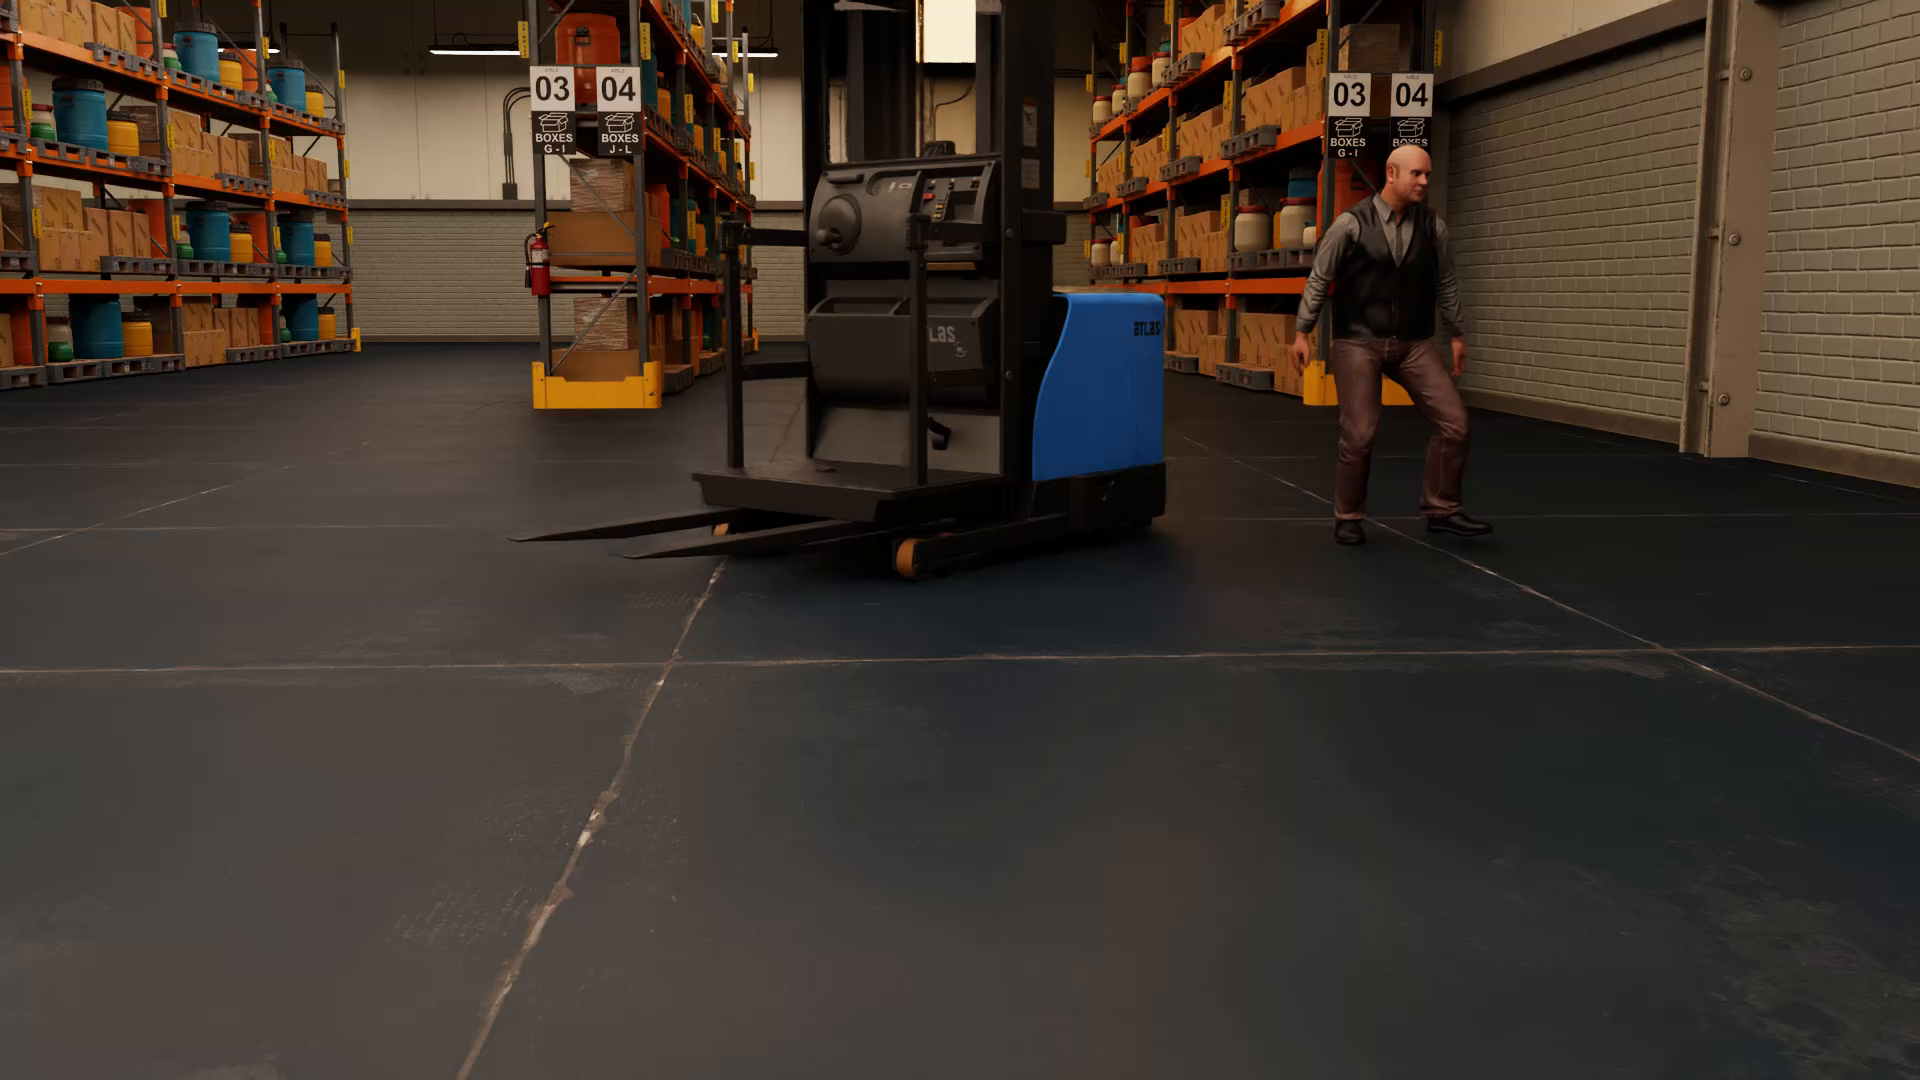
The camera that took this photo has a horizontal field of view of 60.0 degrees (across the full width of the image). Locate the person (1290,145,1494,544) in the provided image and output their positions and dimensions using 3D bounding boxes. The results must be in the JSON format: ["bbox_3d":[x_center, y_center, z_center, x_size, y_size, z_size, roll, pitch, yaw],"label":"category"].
[{"bbox_3d":[1.858,-0.824,7.141,0.841,1.690,0.408,-1,8,-4],"label":"person"}]

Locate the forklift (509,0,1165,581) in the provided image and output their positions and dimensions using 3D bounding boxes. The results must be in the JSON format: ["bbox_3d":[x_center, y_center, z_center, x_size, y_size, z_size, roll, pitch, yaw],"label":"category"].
[{"bbox_3d":[-0.375,-1.377,6.602,1.130,2.935,3.031,7,11,38],"label":"forklift"}]
